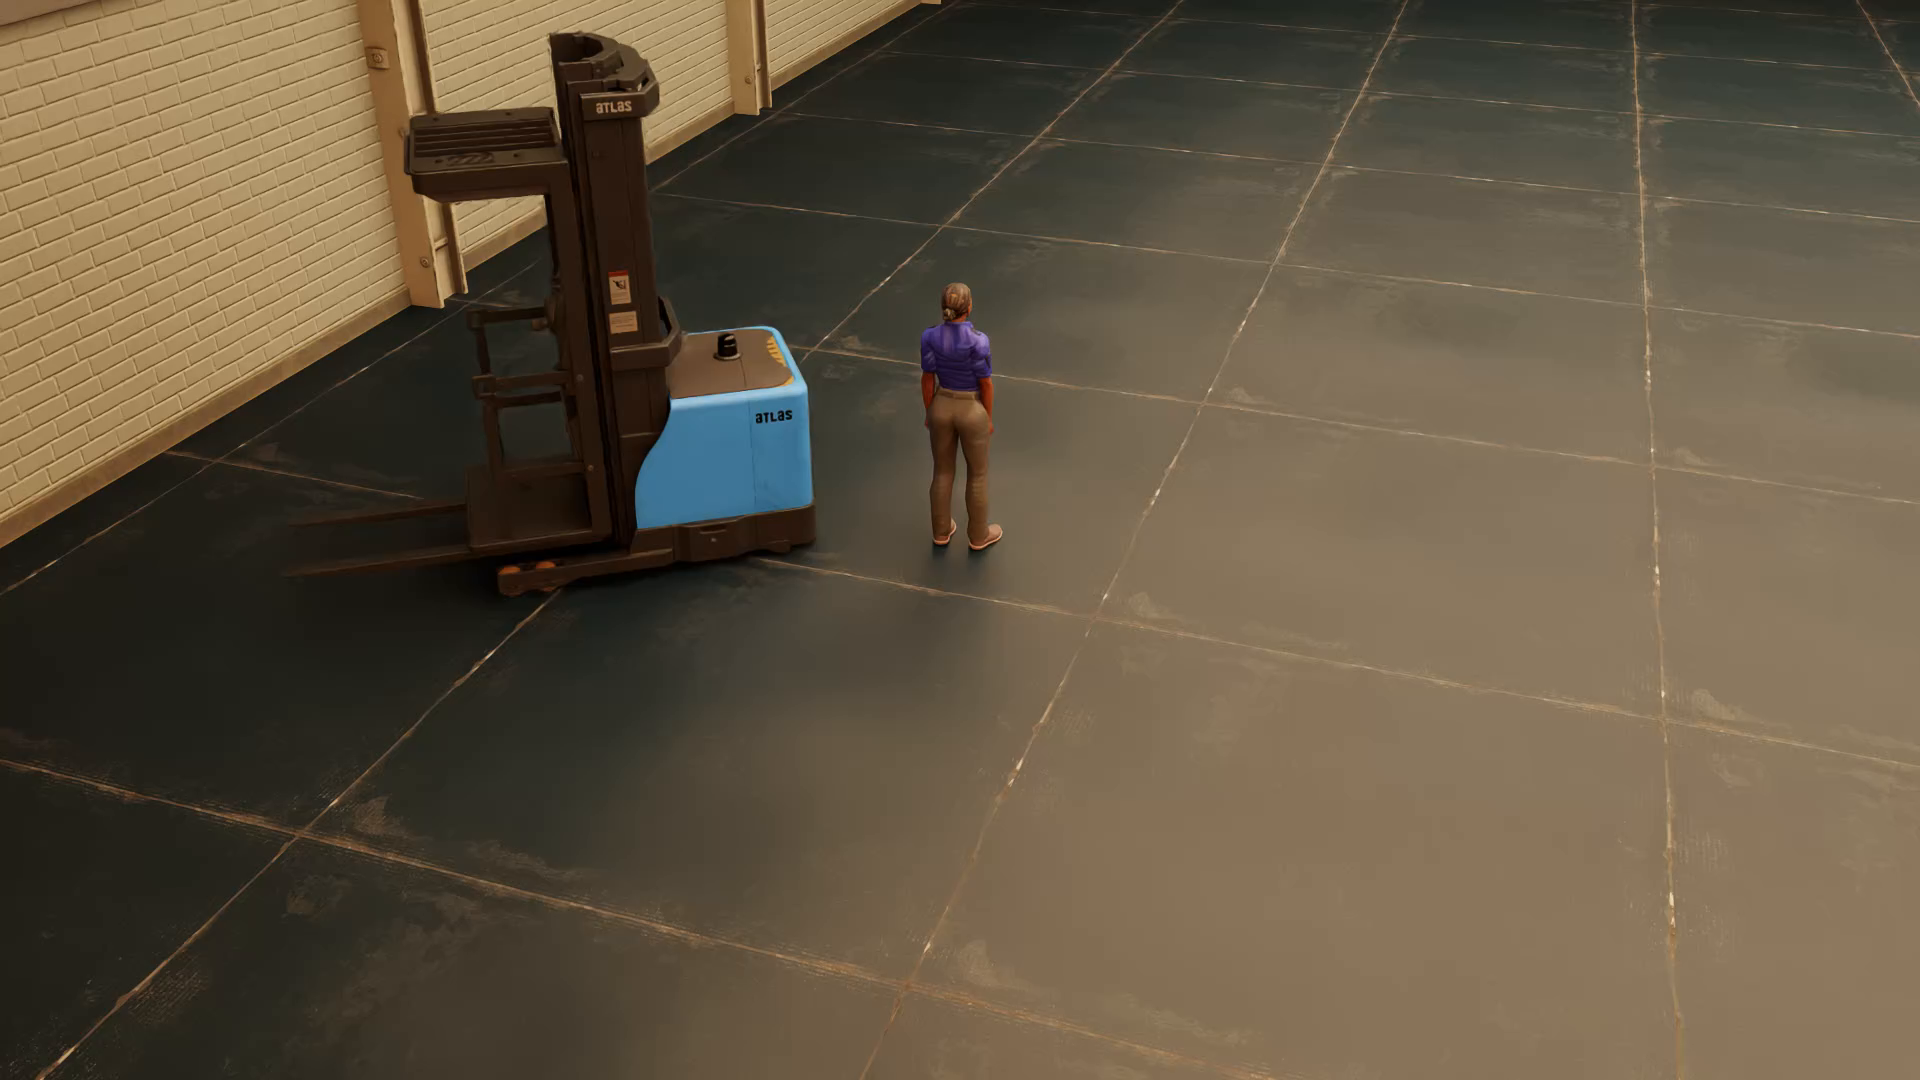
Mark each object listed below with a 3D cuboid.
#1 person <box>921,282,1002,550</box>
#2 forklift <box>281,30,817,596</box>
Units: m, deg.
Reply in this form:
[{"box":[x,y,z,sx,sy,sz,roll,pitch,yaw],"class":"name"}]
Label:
[{"box":[0.010,-0.725,9.699,0.451,1.660,0.335,10,31,16],"class":"person"},{"box":[-2.434,-1.244,9.319,3.031,2.935,1.130,-8,31,-14],"class":"forklift"}]
